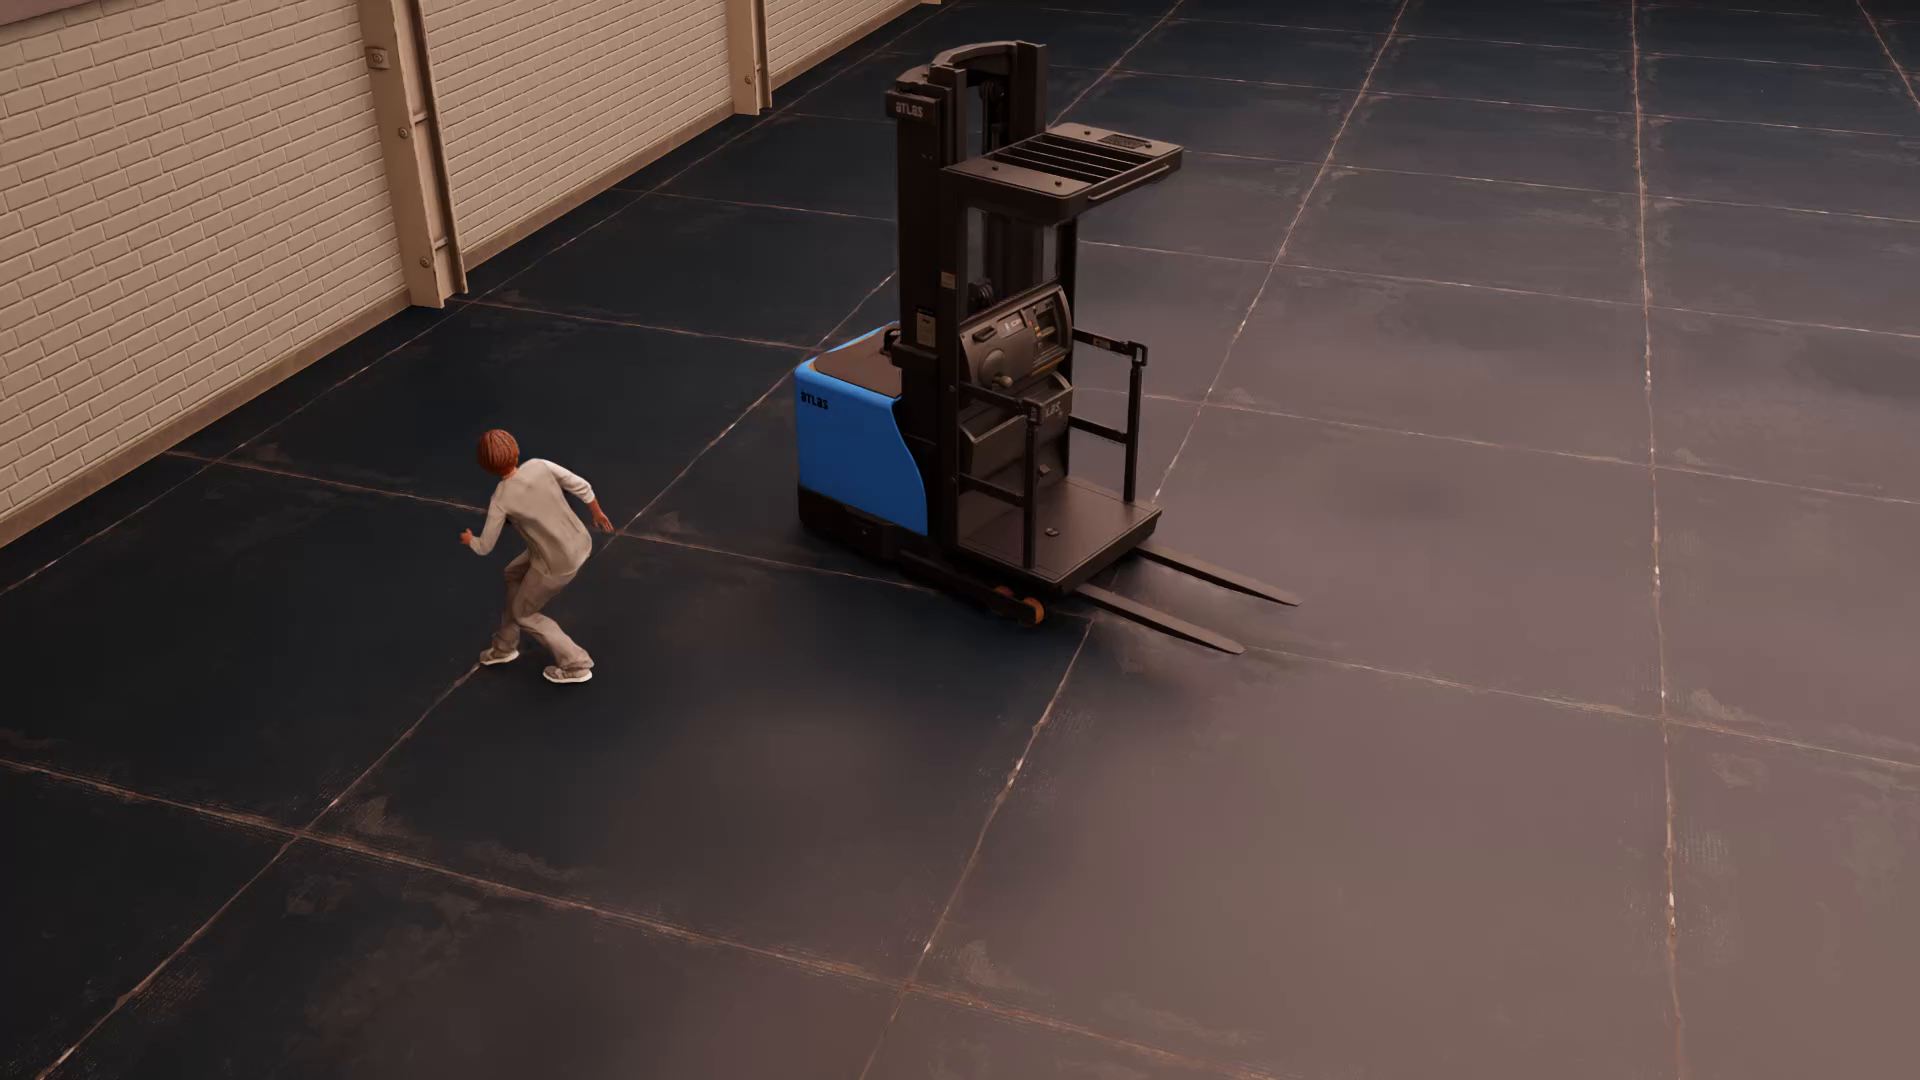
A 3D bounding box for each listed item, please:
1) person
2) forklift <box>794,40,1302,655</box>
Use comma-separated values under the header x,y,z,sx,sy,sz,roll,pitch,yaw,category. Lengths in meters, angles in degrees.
x,y,z,sx,sy,sz,roll,pitch,yaw,category
-2.236,0.036,8.613,0.699,1.434,0.634,10,31,17,person
0.477,-1.085,9.040,3.031,2.935,1.130,22,36,33,forklift
